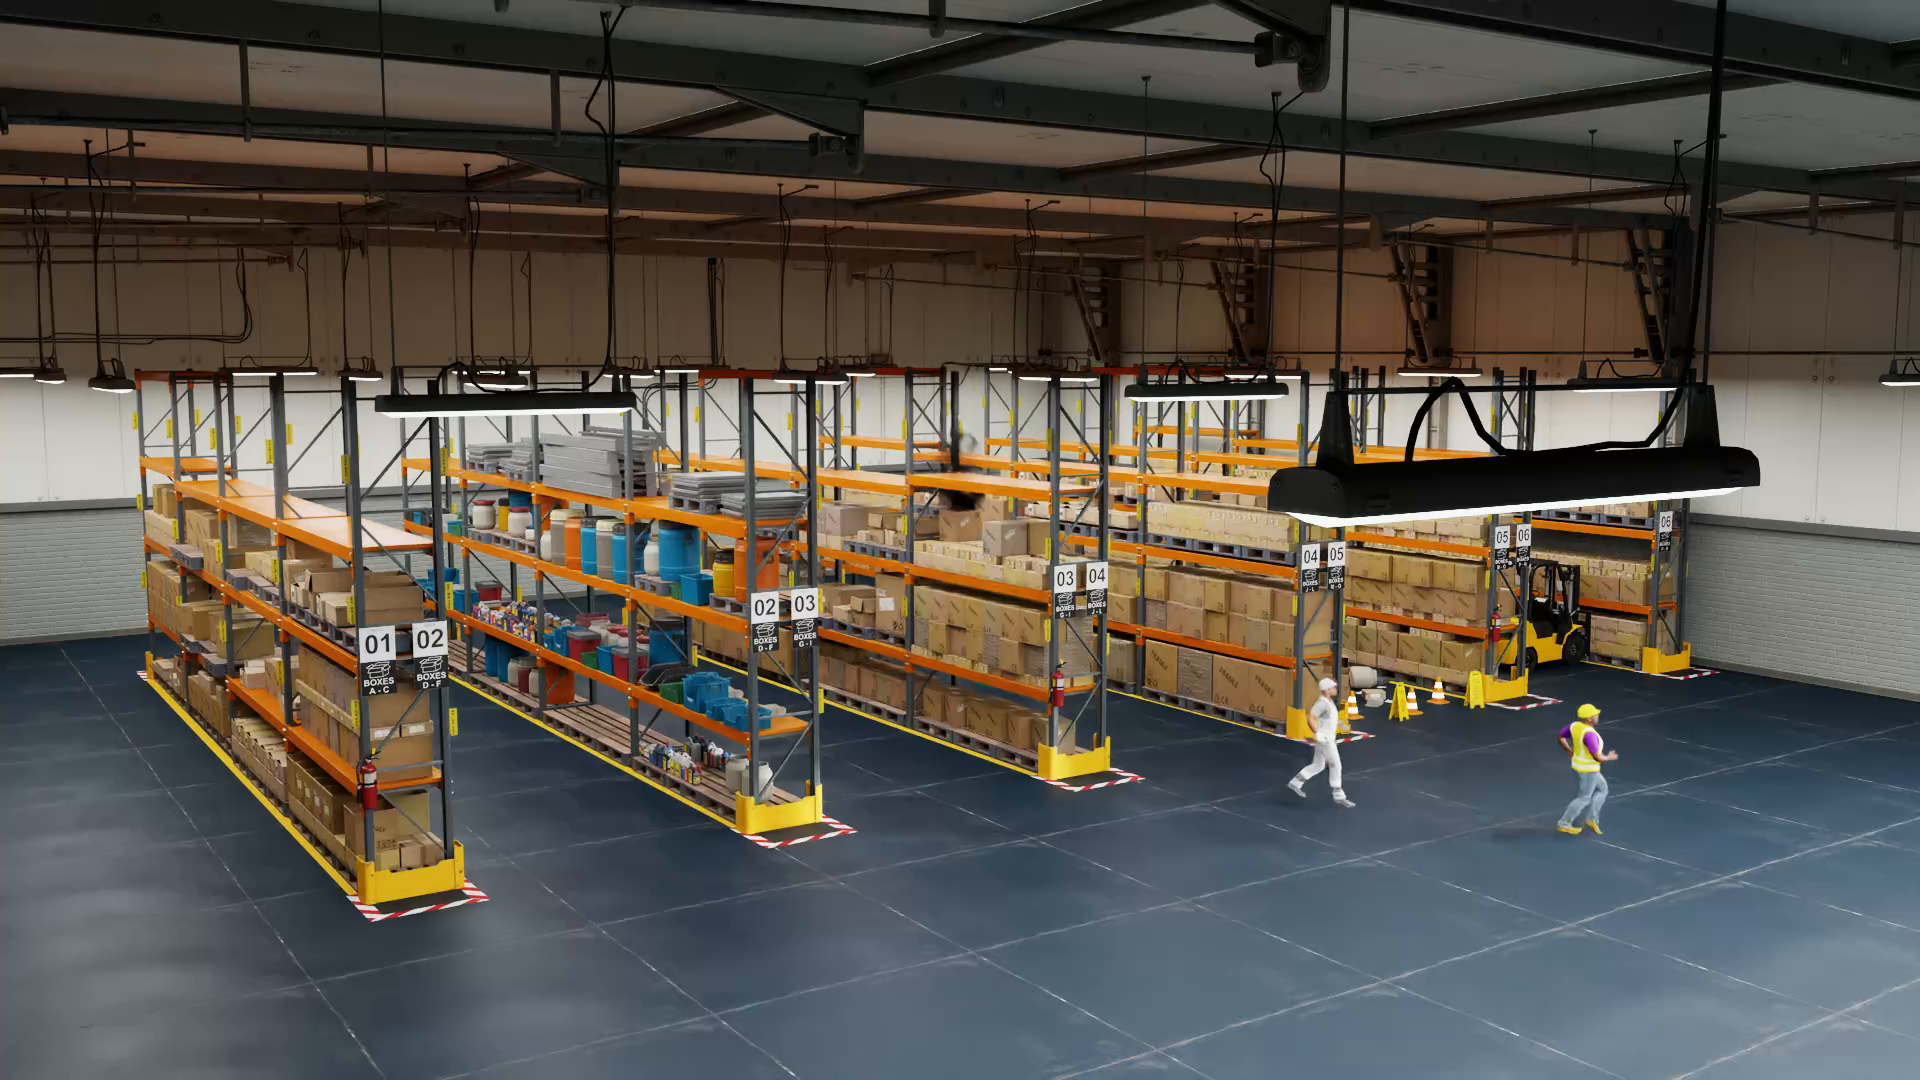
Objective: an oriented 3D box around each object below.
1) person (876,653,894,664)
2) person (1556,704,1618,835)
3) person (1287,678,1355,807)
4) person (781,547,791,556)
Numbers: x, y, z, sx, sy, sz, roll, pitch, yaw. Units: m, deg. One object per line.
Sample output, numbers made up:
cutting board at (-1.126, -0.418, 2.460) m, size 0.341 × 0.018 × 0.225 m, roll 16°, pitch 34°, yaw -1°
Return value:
person at (-1.445, 1.744, 32.998) m, size 0.639 × 1.785 × 0.691 m, roll -4°, pitch 8°, yaw -32°
person at (8.210, 3.023, 21.799) m, size 0.734 × 1.790 × 0.707 m, roll 0°, pitch 6°, yaw 2°
person at (5.074, 2.816, 23.287) m, size 0.935 × 1.799 × 0.658 m, roll 1°, pitch 7°, yaw 11°
person at (-4.421, 0.865, 41.205) m, size 1.017 × 1.614 × 0.745 m, roll -6°, pitch 9°, yaw -41°
